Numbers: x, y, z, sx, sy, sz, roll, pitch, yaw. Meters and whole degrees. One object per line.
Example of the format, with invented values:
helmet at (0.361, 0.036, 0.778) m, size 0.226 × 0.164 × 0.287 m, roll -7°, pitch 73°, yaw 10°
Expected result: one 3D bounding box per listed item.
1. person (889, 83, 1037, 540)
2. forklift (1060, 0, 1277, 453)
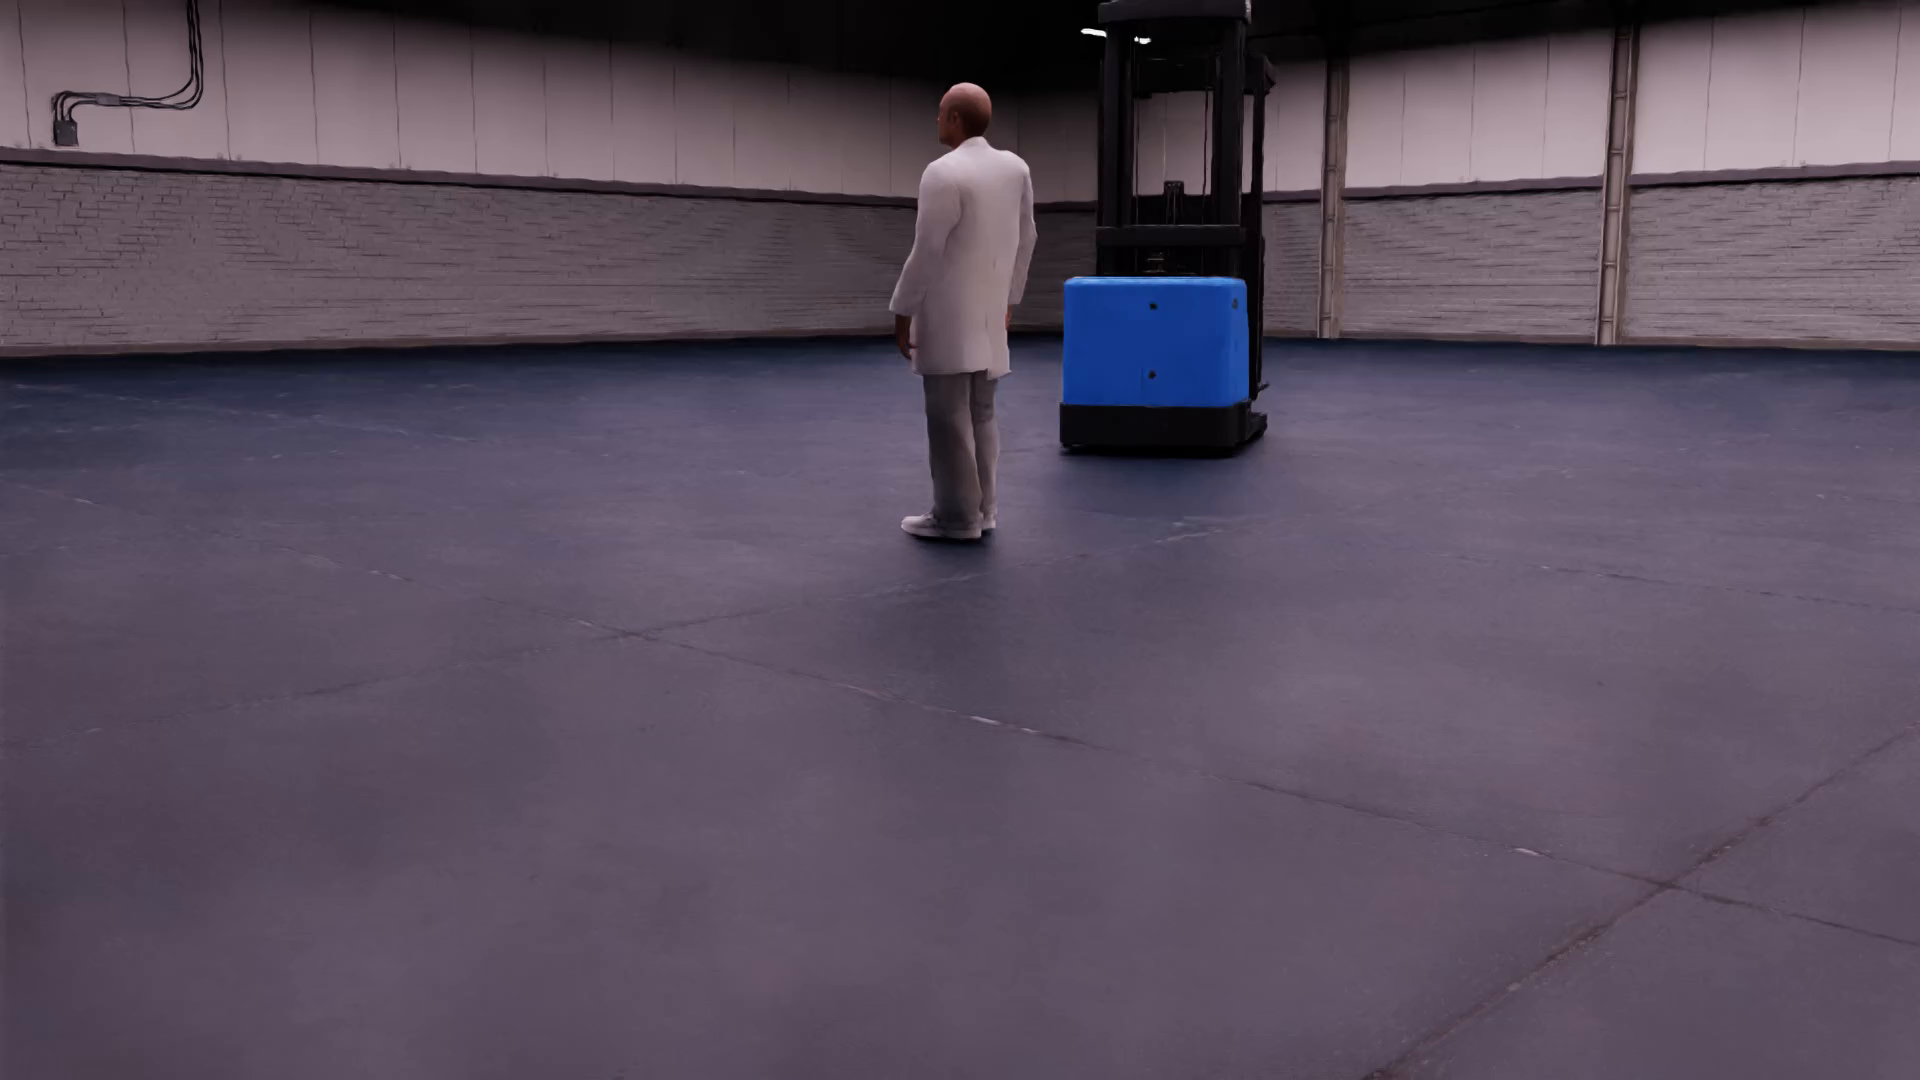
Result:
person at (-0.062, -0.896, 6.650) m, size 0.579 × 1.776 × 0.694 m, roll 8°, pitch 12°, yaw 43°
forklift at (1.521, -2.165, 11.255) m, size 1.130 × 2.935 × 3.031 m, roll 3°, pitch 9°, yaw 16°
